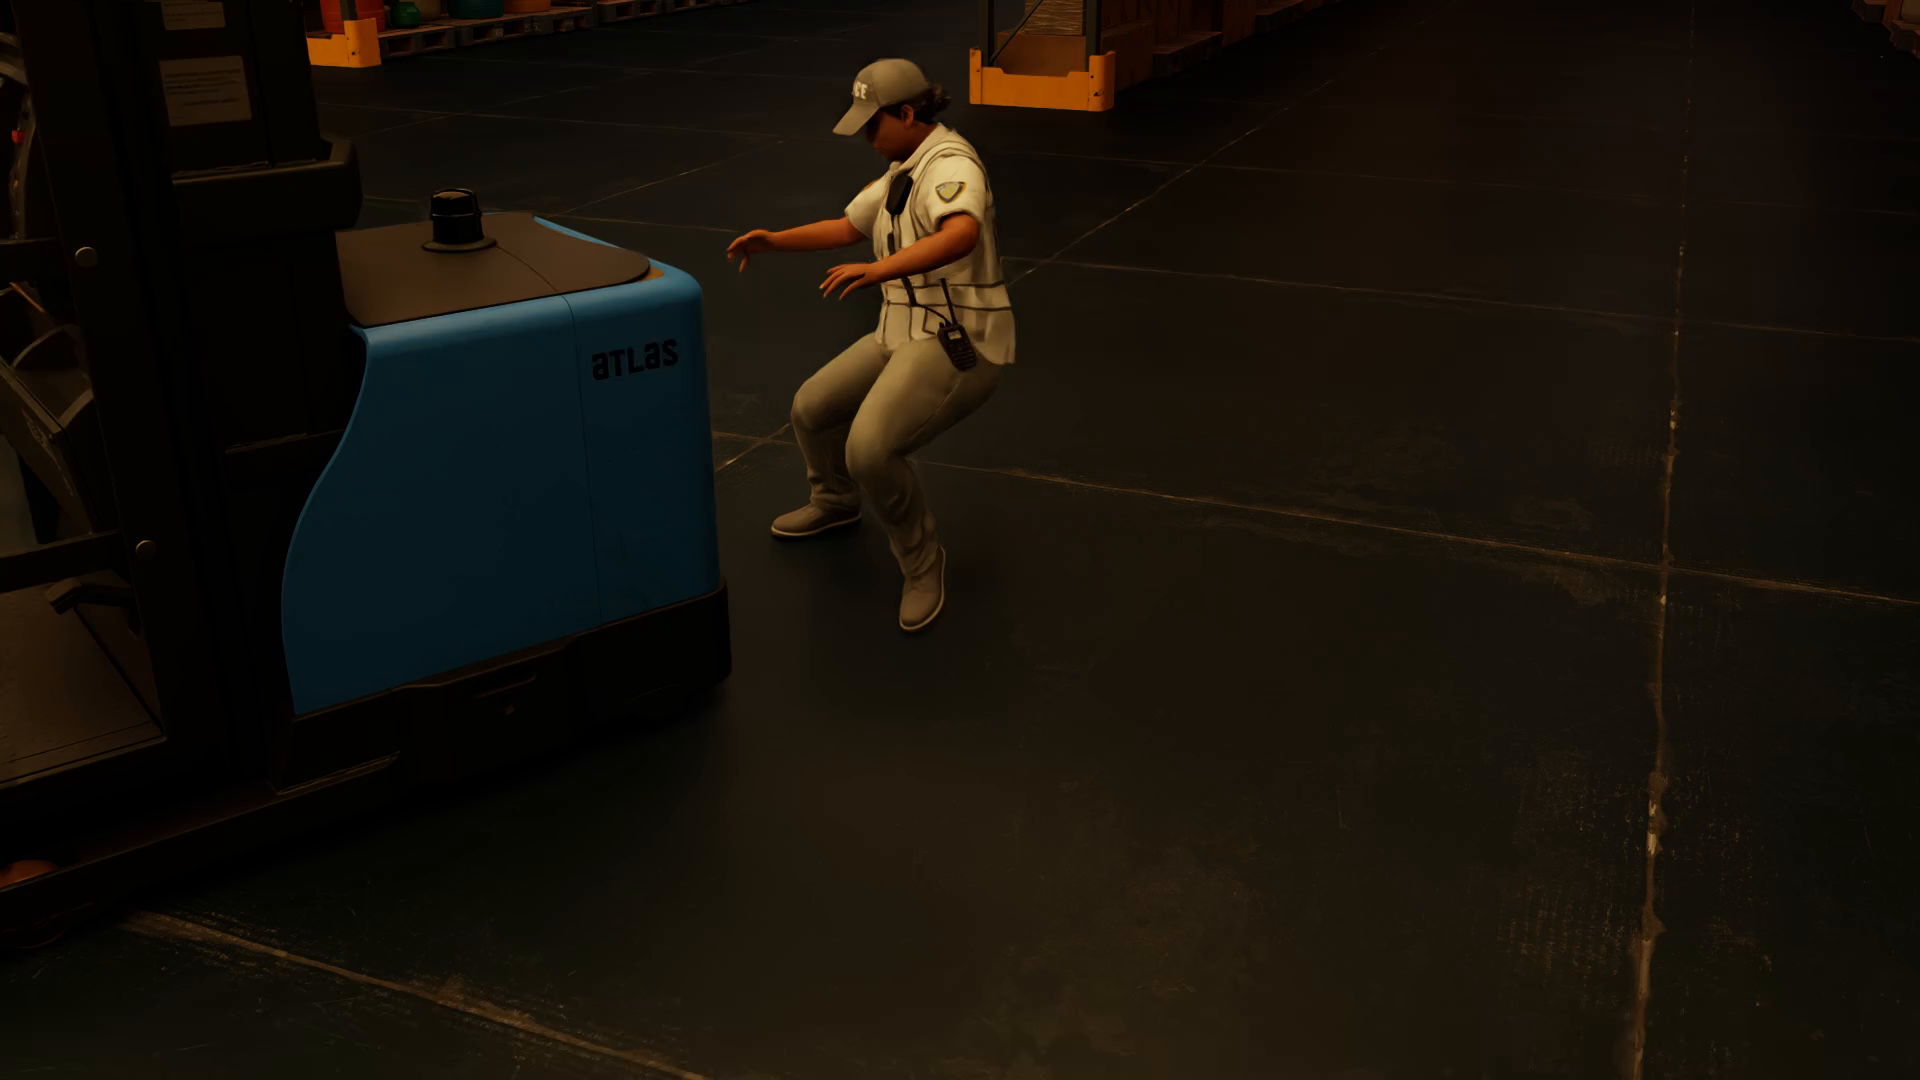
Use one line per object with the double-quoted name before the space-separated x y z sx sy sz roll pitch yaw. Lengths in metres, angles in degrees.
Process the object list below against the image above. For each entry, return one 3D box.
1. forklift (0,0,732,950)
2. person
"forklift" -2.036 -0.748 3.082 3.031 2.935 1.130 -17 28 -35
"person" -0.237 -0.565 4.564 0.737 1.451 0.957 -7 24 -16
